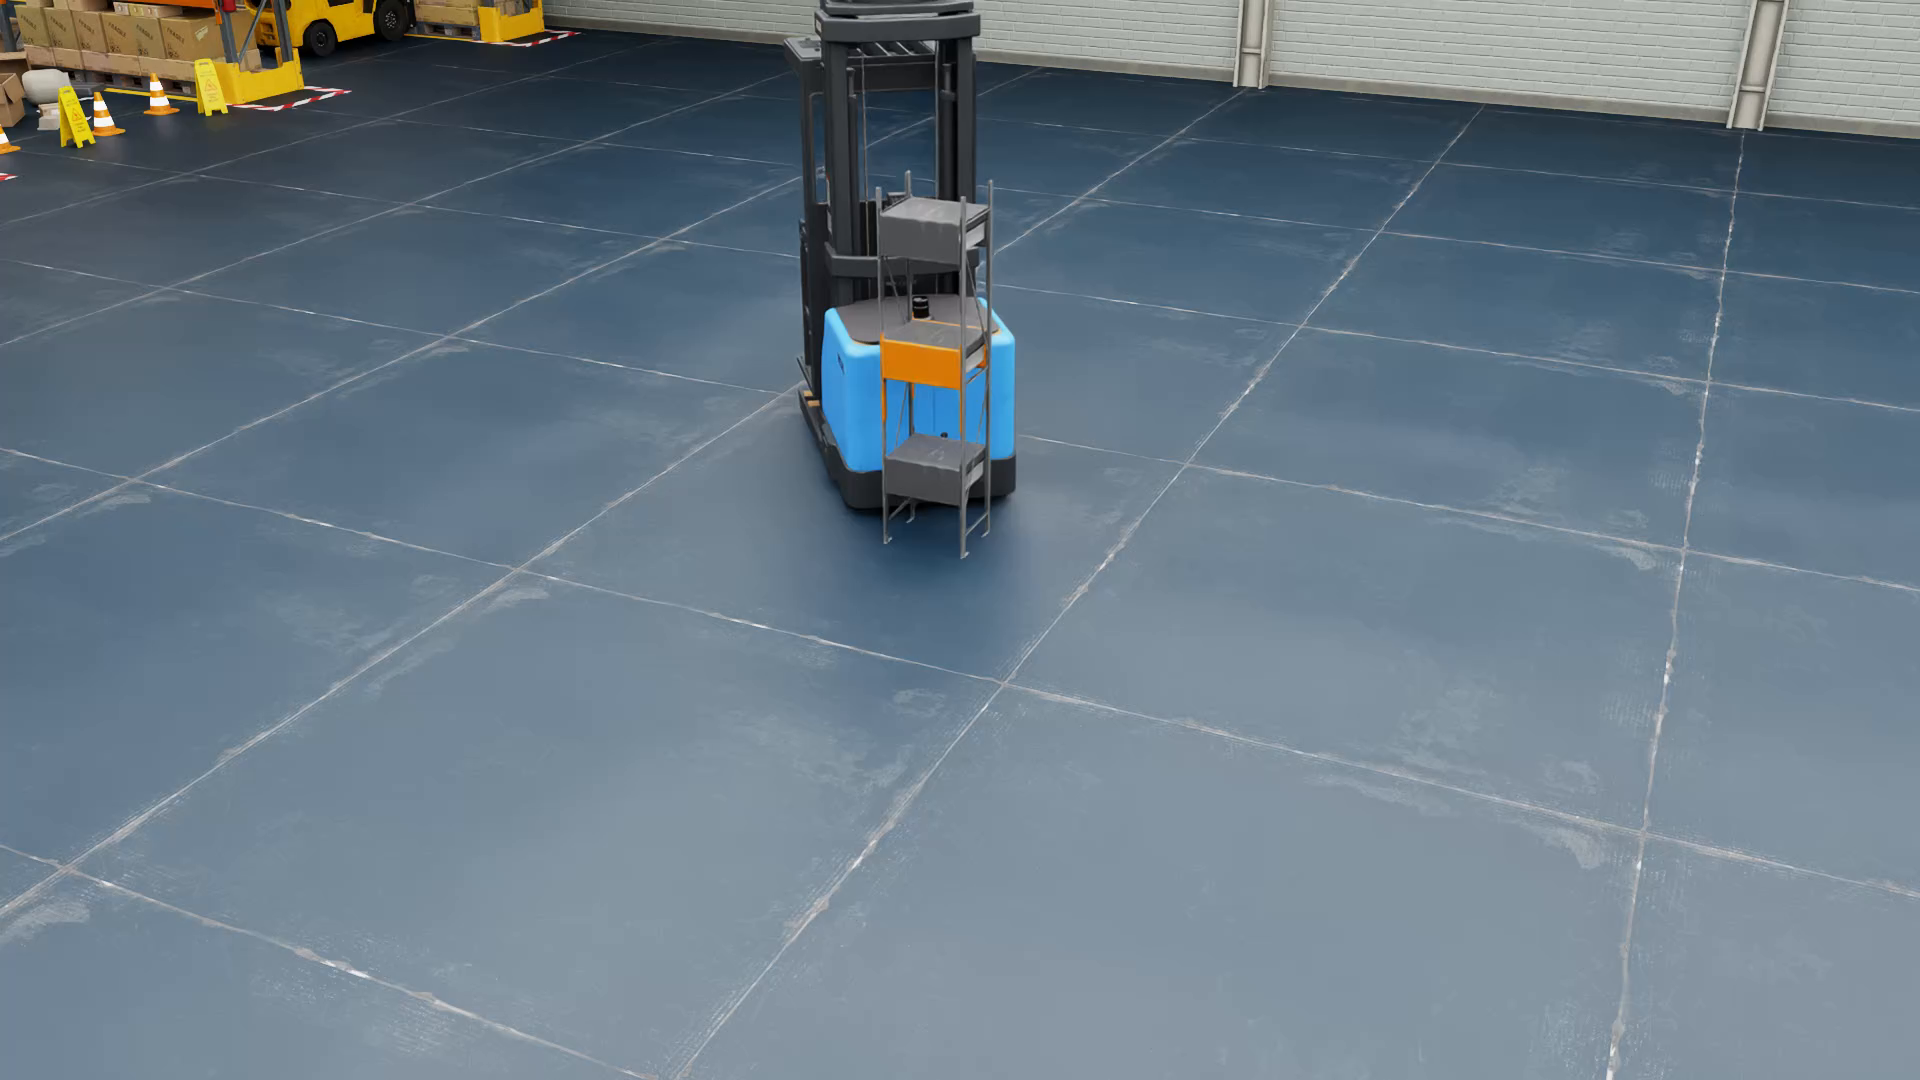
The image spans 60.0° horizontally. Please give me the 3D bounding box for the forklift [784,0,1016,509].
[{"bbox_3d":[-0.496,-2.132,10.761,1.130,2.935,3.031,-6,27,-12],"label":"forklift"}]

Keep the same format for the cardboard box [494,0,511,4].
[{"bbox_3d":[-7.174,-8.390,25.466,0.500,0.250,0.500,12,29,23],"label":"cardboard box"}]

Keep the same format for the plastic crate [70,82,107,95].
[{"bbox_3d":[-11.435,-5.849,21.540,0.583,0.080,0.402,2,26,4],"label":"plastic crate"}]

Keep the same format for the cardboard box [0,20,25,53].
[{"bbox_3d":[-13.003,-6.880,22.828,0.625,0.372,0.950,12,29,22],"label":"cardboard box"}]

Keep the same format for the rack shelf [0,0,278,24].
[{"bbox_3d":[-10.704,-7.087,21.564,4.000,0.370,1.077,11,28,22],"label":"rack shelf"}]

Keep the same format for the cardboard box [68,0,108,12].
[{"bbox_3d":[-11.295,-6.953,21.531,0.250,0.149,0.380,13,29,25],"label":"cardboard box"}]

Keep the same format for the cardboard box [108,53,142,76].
[{"bbox_3d":[-10.677,-6.230,21.646,0.500,0.250,0.500,10,28,20],"label":"cardboard box"}]

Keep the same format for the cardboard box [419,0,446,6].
[{"bbox_3d":[-7.856,-8.279,25.242,0.500,0.250,0.500,11,28,21],"label":"cardboard box"}]

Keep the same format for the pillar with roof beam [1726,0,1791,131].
[{"bbox_3d":[7.511,-7.200,14.186,0.400,9.000,9.100,11,28,22],"label":"pillar with roof beam"}]

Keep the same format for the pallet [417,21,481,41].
[{"bbox_3d":[-7.545,-7.913,25.583,1.213,0.211,1.003,11,28,22],"label":"pallet"}]

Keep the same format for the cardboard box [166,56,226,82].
[{"bbox_3d":[-9.752,-6.043,21.266,0.500,0.250,0.500,11,28,22],"label":"cardboard box"}]

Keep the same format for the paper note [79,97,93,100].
[{"bbox_3d":[-11.092,-5.605,21.101,0.148,0.019,0.142,2,26,4],"label":"paper note"}]

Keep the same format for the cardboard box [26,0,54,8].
[{"bbox_3d":[-12.010,-7.095,21.818,0.250,0.149,0.380,12,29,23],"label":"cardboard box"}]

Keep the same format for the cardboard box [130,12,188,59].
[{"bbox_3d":[-10.197,-6.471,21.287,0.500,0.500,0.500,12,29,24],"label":"cardboard box"}]

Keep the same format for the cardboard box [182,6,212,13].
[{"bbox_3d":[-10.003,-6.692,21.735,0.500,0.500,0.500,10,28,20],"label":"cardboard box"}]

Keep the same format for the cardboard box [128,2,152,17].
[{"bbox_3d":[-10.310,-6.756,21.130,0.250,0.149,0.380,12,29,23],"label":"cardboard box"}]

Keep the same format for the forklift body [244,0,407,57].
[{"bbox_3d":[-9.313,-8.273,24.119,1.214,2.155,2.313,11,28,22],"label":"forklift body"}]

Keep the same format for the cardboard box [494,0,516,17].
[{"bbox_3d":[-7.198,-8.164,25.574,0.500,0.250,0.500,11,28,22],"label":"cardboard box"}]

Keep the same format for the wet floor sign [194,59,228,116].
[{"bbox_3d":[-9.153,-5.523,20.238,0.232,0.644,0.267,23,35,39],"label":"wet floor sign"}]

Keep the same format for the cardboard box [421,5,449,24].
[{"bbox_3d":[-7.839,-8.049,25.341,0.500,0.250,0.500,11,28,22],"label":"cardboard box"}]

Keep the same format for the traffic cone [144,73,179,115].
[{"bbox_3d":[-9.809,-5.466,20.329,0.334,0.463,0.336,11,28,22],"label":"traffic cone"}]

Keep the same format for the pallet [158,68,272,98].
[{"bbox_3d":[-9.677,-5.970,21.637,1.213,0.211,1.003,11,28,22],"label":"pallet"}]

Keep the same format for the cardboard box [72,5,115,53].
[{"bbox_3d":[-11.136,-6.662,21.674,0.500,0.500,0.500,13,29,24],"label":"cardboard box"}]

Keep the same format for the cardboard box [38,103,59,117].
[{"bbox_3d":[-10.912,-5.193,20.129,0.380,0.149,0.250,-18,31,-31],"label":"cardboard box"}]

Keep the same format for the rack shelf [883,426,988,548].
[{"bbox_3d":[-0.133,-0.310,9.617,0.480,0.518,0.431,11,28,21],"label":"rack shelf"}]

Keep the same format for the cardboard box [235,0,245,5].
[{"bbox_3d":[-11.656,-9.131,27.114,0.625,0.625,0.875,11,28,21],"label":"cardboard box"}]

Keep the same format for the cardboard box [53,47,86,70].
[{"bbox_3d":[-11.608,-6.421,22.034,0.500,0.250,0.500,13,29,25],"label":"cardboard box"}]

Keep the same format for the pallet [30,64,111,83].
[{"bbox_3d":[-11.898,-6.416,22.543,1.213,0.211,1.003,11,28,22],"label":"pallet"}]

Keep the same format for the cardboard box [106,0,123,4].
[{"bbox_3d":[-11.411,-6.974,22.309,0.500,0.500,0.500,12,29,23],"label":"cardboard box"}]

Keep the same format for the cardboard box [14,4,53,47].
[{"bbox_3d":[-12.099,-6.851,22.057,0.500,0.500,0.500,13,29,24],"label":"cardboard box"}]

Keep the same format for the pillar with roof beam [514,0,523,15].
[{"bbox_3d":[-8.875,-10.491,20.871,0.400,9.000,9.100,11,28,22],"label":"pillar with roof beam"}]

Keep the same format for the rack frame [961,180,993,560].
[{"bbox_3d":[0.090,-0.907,9.215,0.015,2.100,0.400,11,28,21],"label":"rack frame"}]

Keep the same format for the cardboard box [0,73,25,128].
[{"bbox_3d":[-11.530,-5.228,19.798,0.637,0.503,0.797,-7,27,-14],"label":"cardboard box"}]

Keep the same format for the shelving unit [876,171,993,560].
[{"bbox_3d":[-0.133,-0.950,9.302,0.503,2.100,0.431,11,28,21],"label":"shelving unit"}]

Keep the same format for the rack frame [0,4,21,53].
[{"bbox_3d":[-12.524,-7.776,22.148,0.127,3.000,1.000,11,28,22],"label":"rack frame"}]

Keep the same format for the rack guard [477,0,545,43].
[{"bbox_3d":[-6.810,-7.915,25.261,0.348,0.500,1.175,11,28,22],"label":"rack guard"}]
